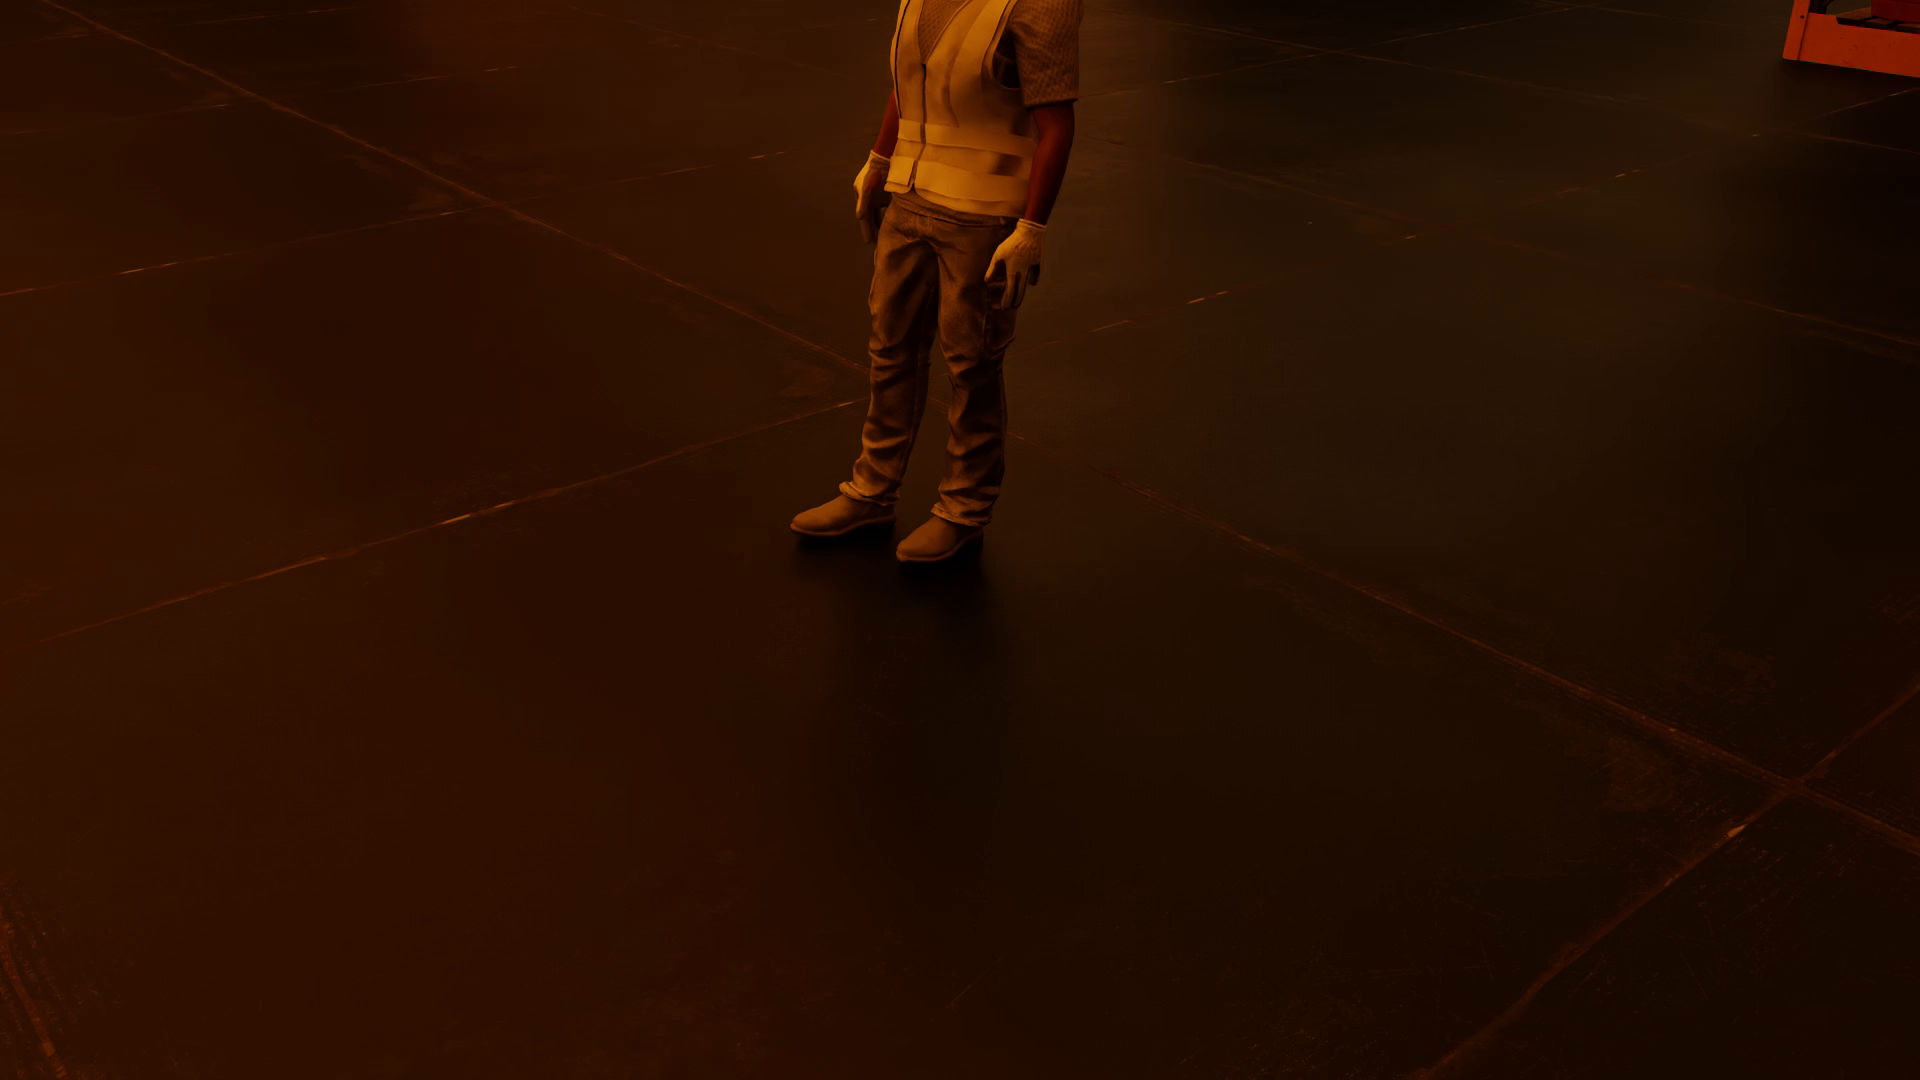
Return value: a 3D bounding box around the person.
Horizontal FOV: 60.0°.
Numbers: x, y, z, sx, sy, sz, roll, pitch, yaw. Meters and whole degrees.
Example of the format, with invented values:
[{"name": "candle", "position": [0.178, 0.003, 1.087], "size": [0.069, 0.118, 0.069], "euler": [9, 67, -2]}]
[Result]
[{"name": "person", "position": [-0.061, -0.788, 4.066], "size": [0.575, 1.785, 0.657], "euler": [-20, 33, -35]}]
